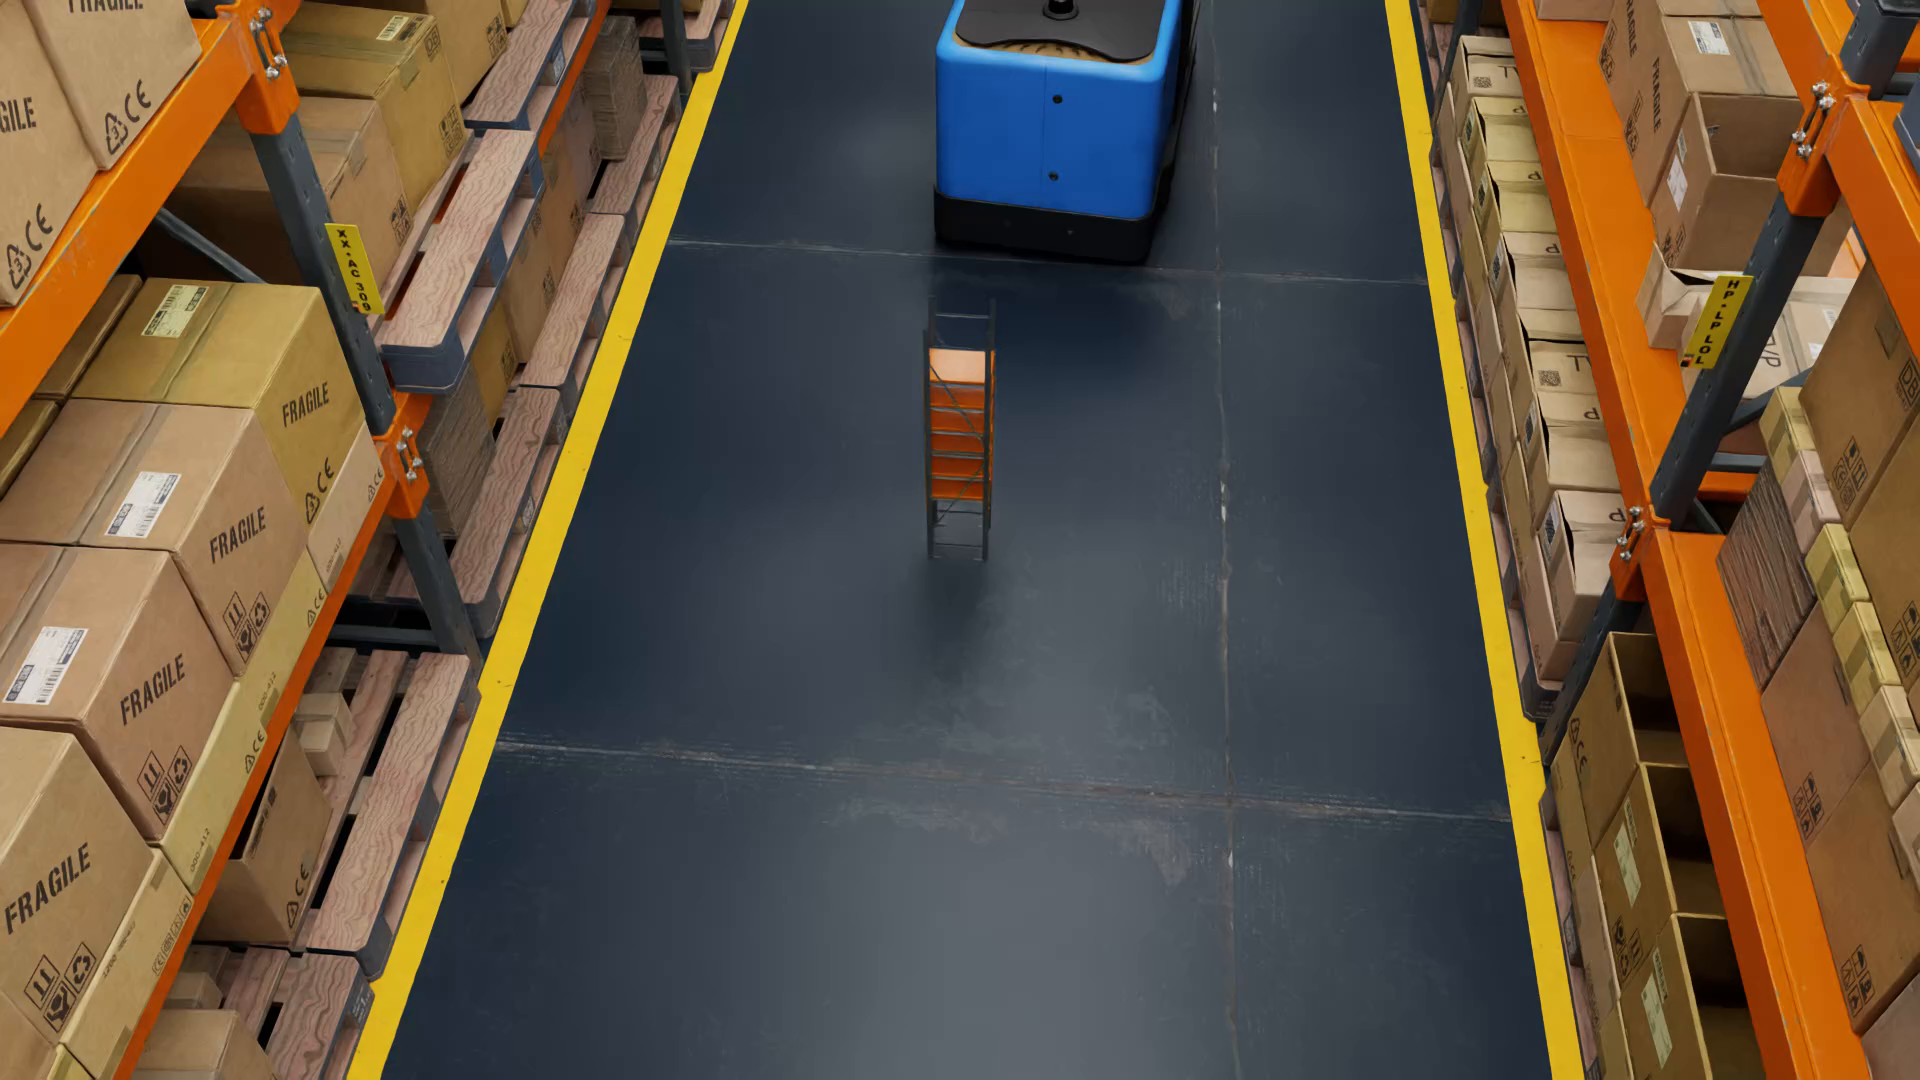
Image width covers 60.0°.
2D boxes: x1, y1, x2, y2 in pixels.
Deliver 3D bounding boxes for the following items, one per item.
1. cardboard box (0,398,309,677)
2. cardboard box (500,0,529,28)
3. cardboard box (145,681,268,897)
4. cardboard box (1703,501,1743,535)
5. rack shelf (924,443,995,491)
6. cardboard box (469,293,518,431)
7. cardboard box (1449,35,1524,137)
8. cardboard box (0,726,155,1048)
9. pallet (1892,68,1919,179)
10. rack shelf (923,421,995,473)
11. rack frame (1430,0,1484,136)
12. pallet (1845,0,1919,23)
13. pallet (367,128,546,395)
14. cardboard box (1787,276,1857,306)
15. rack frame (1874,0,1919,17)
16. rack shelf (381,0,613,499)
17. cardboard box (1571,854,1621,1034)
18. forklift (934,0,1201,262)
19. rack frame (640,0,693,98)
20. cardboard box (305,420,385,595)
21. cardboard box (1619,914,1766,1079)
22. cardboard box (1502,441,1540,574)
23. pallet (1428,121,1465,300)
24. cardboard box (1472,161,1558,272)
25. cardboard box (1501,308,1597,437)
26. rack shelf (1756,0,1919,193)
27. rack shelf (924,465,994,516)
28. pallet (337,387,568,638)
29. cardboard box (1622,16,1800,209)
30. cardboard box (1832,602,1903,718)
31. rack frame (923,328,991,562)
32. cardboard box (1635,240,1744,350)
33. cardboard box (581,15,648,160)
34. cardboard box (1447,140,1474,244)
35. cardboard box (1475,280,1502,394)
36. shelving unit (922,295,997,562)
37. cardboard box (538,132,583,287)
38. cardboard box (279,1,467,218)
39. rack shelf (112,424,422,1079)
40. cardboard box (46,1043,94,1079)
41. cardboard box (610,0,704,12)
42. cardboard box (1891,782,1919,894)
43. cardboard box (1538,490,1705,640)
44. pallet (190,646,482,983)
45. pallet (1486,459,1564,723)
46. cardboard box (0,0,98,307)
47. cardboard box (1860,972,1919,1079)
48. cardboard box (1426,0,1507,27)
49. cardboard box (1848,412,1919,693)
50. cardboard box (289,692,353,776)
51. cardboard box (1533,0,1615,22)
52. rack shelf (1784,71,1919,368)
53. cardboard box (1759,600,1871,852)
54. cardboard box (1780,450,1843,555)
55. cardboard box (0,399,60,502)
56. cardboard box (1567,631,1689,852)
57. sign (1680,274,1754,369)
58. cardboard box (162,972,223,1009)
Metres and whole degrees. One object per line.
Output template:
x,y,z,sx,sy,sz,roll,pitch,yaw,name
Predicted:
-2.093,-0.006,4.328,0.500,0.500,0.500,4,48,3,cardboard box
-2.078,-2.390,6.564,0.700,0.500,0.500,4,48,4,cardboard box
-2.144,0.617,4.267,0.500,0.250,0.500,4,48,3,cardboard box
2.901,0.108,5.843,0.500,0.311,0.500,4,48,4,cardboard box
-0.001,-0.283,6.445,0.258,0.103,0.180,4,48,4,rack shelf
-2.271,-0.762,6.836,0.700,0.500,0.500,3,48,3,cardboard box
2.639,-2.179,7.935,0.500,0.311,0.500,5,48,5,cardboard box
-2.197,0.746,3.641,0.500,0.500,0.500,5,48,5,cardboard box
2.563,-0.556,3.278,1.003,0.211,1.213,4,48,4,pallet
-0.001,-0.364,6.356,0.258,0.103,0.180,4,48,4,rack shelf
2.980,-3.141,7.616,1.000,3.000,0.127,4,48,4,rack frame
2.683,-1.798,4.485,0.805,0.209,1.217,2,48,2,pallet
-2.104,-1.019,5.805,1.003,0.211,1.213,4,48,4,pallet
2.899,-0.754,5.603,0.380,0.149,0.250,4,48,4,cardboard box
2.615,-2.226,2.714,1.000,3.000,0.127,4,48,4,rack frame
-2.136,-1.759,6.839,1.077,0.370,4.000,4,48,4,rack shelf
2.220,1.272,5.158,0.500,0.250,0.500,4,48,4,cardboard box
0.675,-3.419,7.916,1.130,2.935,3.031,9,48,8,forklift
-1.954,-3.471,7.918,1.000,3.000,0.127,4,48,4,rack frame
-2.060,-0.120,4.941,0.500,0.250,0.500,4,48,4,cardboard box
2.170,1.386,4.546,0.500,0.500,0.500,4,48,4,cardboard box
2.412,-0.111,6.424,0.500,0.250,0.500,3,48,3,cardboard box
2.866,-1.597,8.094,1.003,0.211,1.213,4,48,4,pallet
2.551,-1.418,7.238,0.500,0.311,0.500,3,48,2,cardboard box
2.455,-0.671,6.555,0.500,0.311,0.500,4,48,3,cardboard box
2.797,-2.441,5.430,1.077,0.370,4.000,4,48,4,rack shelf
-0.001,-0.202,6.533,0.258,0.103,0.180,4,48,4,rack shelf
-2.249,-0.163,6.782,1.003,0.211,1.213,4,48,4,pallet
2.795,-1.554,6.096,0.500,0.500,0.500,4,48,4,cardboard box
2.331,0.297,3.964,0.380,0.149,0.250,3,48,3,cardboard box
-0.010,-0.327,6.262,0.240,1.200,0.006,4,48,4,rack frame
2.512,-0.815,5.579,0.396,0.266,0.258,3,48,3,cardboard box
-1.967,-2.244,8.191,0.700,0.500,0.500,4,48,4,cardboard box
2.594,-1.620,7.804,0.500,0.250,0.500,3,48,2,cardboard box
2.506,-0.861,7.109,0.500,0.250,0.500,5,48,4,cardboard box
-0.001,-0.394,6.323,0.258,1.200,0.189,4,48,4,shelving unit
-2.147,-1.506,7.516,0.700,0.500,0.500,4,48,3,cardboard box
-2.180,-1.496,5.746,0.700,0.500,0.500,8,48,8,cardboard box
-2.501,1.180,4.151,1.077,0.370,4.000,4,48,4,rack shelf
-2.237,1.358,3.590,0.500,0.250,0.500,3,48,3,cardboard box
-1.756,-3.419,9.043,0.750,0.750,0.750,3,48,3,cardboard box
2.284,0.677,3.616,0.380,0.149,0.250,3,48,2,cardboard box
2.366,0.079,5.870,0.500,0.311,0.500,4,48,4,cardboard box
-2.344,0.905,5.805,1.003,0.211,1.213,4,48,4,pallet
2.643,0.195,6.454,1.003,0.211,1.213,4,48,4,pallet
-2.177,-0.826,3.385,0.500,0.500,0.500,0,48,0,cardboard box
2.444,1.224,3.556,0.700,0.500,0.500,5,48,5,cardboard box
2.831,-3.149,9.019,0.500,0.500,0.500,6,48,5,cardboard box
2.536,0.025,3.774,0.700,0.500,0.500,4,48,3,cardboard box
-2.337,0.671,5.751,0.380,0.166,0.250,-2,48,-2,cardboard box
2.705,-2.467,7.060,0.500,0.311,0.500,3,48,3,cardboard box
2.433,0.499,2.742,1.077,0.370,4.000,4,48,4,rack shelf
2.539,0.479,4.237,0.700,0.500,0.500,3,48,3,cardboard box
2.375,-0.085,4.314,0.380,0.149,0.250,5,48,4,cardboard box
-2.620,-0.030,4.350,0.500,0.500,0.500,4,48,3,cardboard box
2.261,0.651,5.218,0.500,0.500,0.500,4,48,4,cardboard box
2.074,-0.595,4.556,0.100,0.325,0.005,4,48,4,sign
-2.484,1.456,5.046,0.380,0.149,0.250,0,48,0,cardboard box
